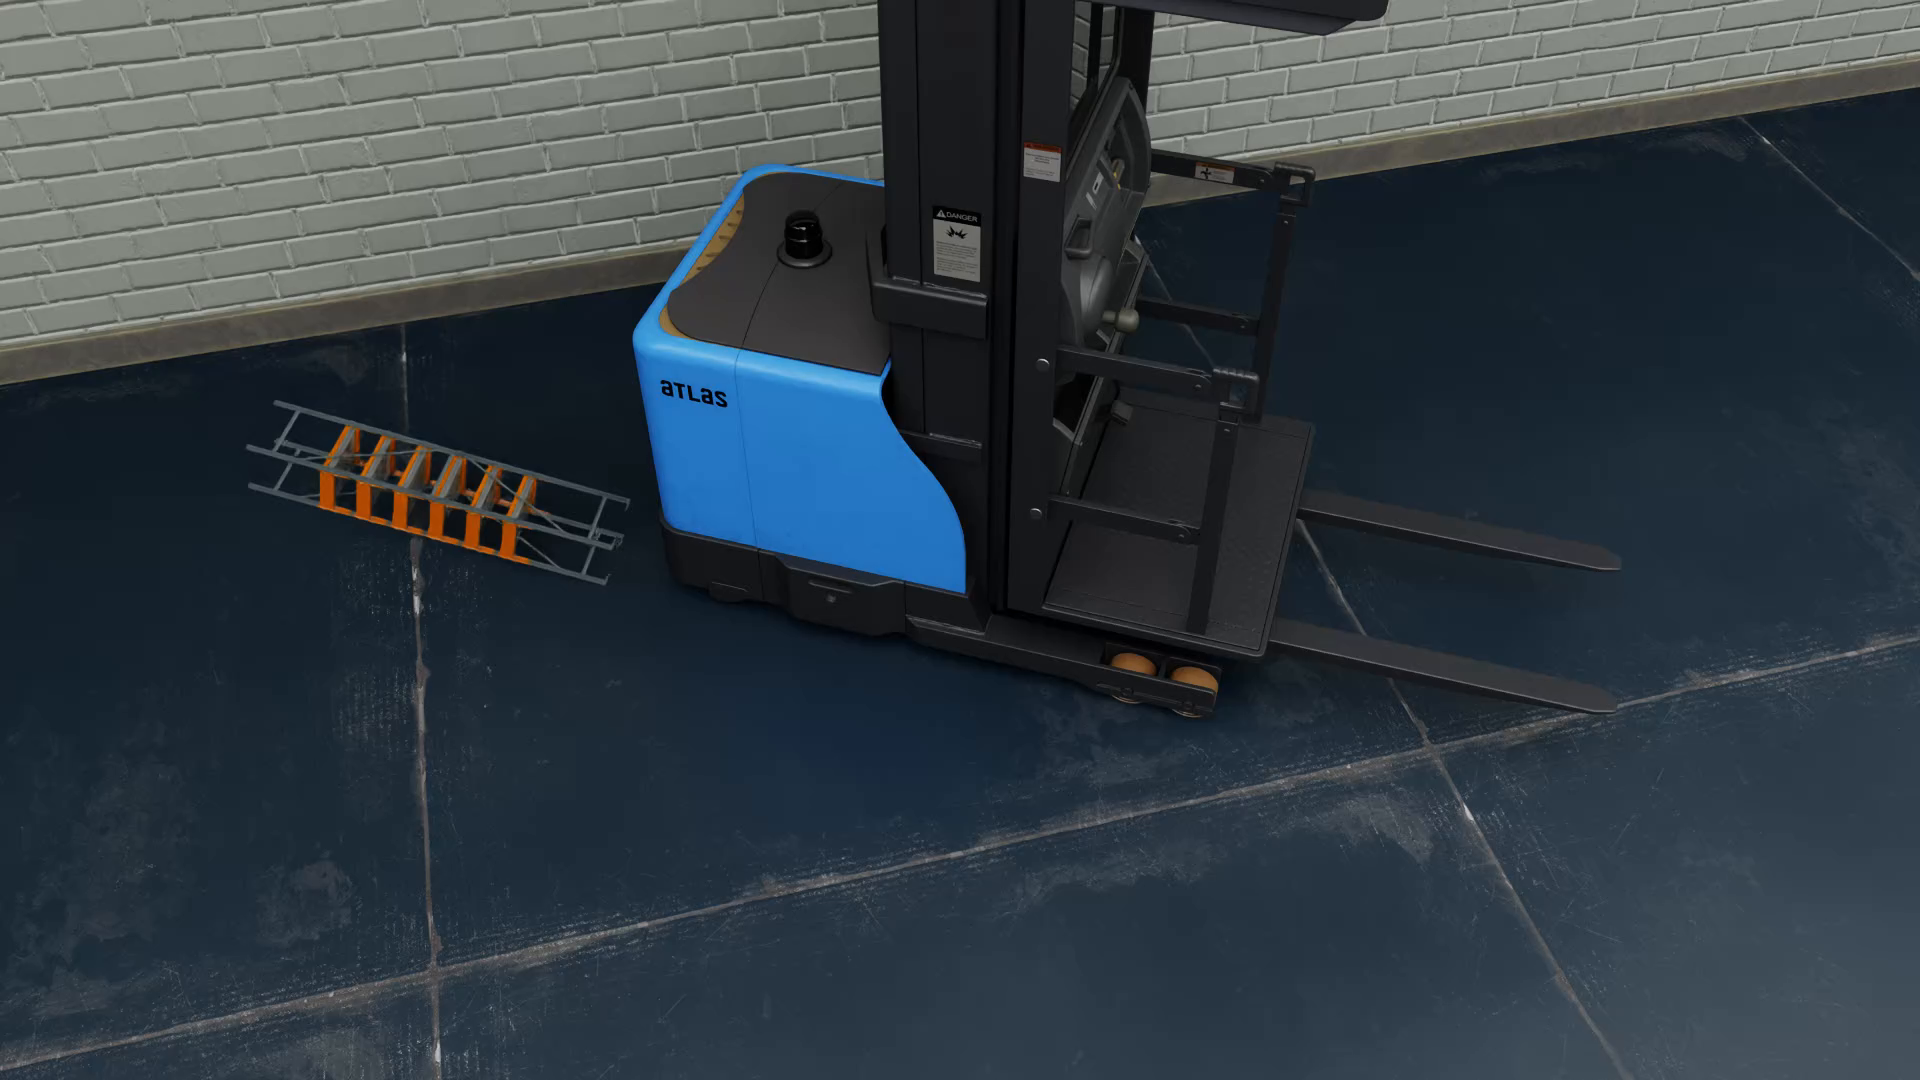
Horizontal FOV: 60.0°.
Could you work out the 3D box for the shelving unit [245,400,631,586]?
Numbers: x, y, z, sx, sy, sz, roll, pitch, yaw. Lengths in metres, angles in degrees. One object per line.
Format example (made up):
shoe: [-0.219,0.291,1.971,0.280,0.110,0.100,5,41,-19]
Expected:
shelving unit: [-1.726,-0.155,5.541,1.200,0.189,0.258,16,46,-6]

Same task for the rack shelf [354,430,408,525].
rack shelf: [-1.913,-0.208,5.519,0.103,0.180,0.258,16,46,-6]

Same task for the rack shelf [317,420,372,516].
rack shelf: [-2.028,-0.240,5.506,0.103,0.180,0.258,16,46,-6]

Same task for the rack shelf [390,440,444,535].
rack shelf: [-1.798,-0.175,5.533,0.103,0.180,0.258,16,46,-6]

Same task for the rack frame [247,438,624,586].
rack frame: [-1.750,-0.095,5.606,1.200,0.006,0.240,16,46,-6]

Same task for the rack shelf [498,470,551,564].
rack shelf: [-1.454,-0.077,5.573,0.103,0.180,0.258,16,46,-6]

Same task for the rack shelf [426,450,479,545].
rack shelf: [-1.683,-0.142,5.546,0.103,0.180,0.258,16,46,-6]

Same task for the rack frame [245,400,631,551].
rack frame: [-1.702,-0.214,5.476,1.200,0.006,0.240,16,46,-6]

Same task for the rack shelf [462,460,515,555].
rack shelf: [-1.569,-0.110,5.559,0.103,0.180,0.258,16,46,-6]

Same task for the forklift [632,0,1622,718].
forklift: [0.596,-0.898,4.577,3.031,2.935,1.130,12,47,12]
